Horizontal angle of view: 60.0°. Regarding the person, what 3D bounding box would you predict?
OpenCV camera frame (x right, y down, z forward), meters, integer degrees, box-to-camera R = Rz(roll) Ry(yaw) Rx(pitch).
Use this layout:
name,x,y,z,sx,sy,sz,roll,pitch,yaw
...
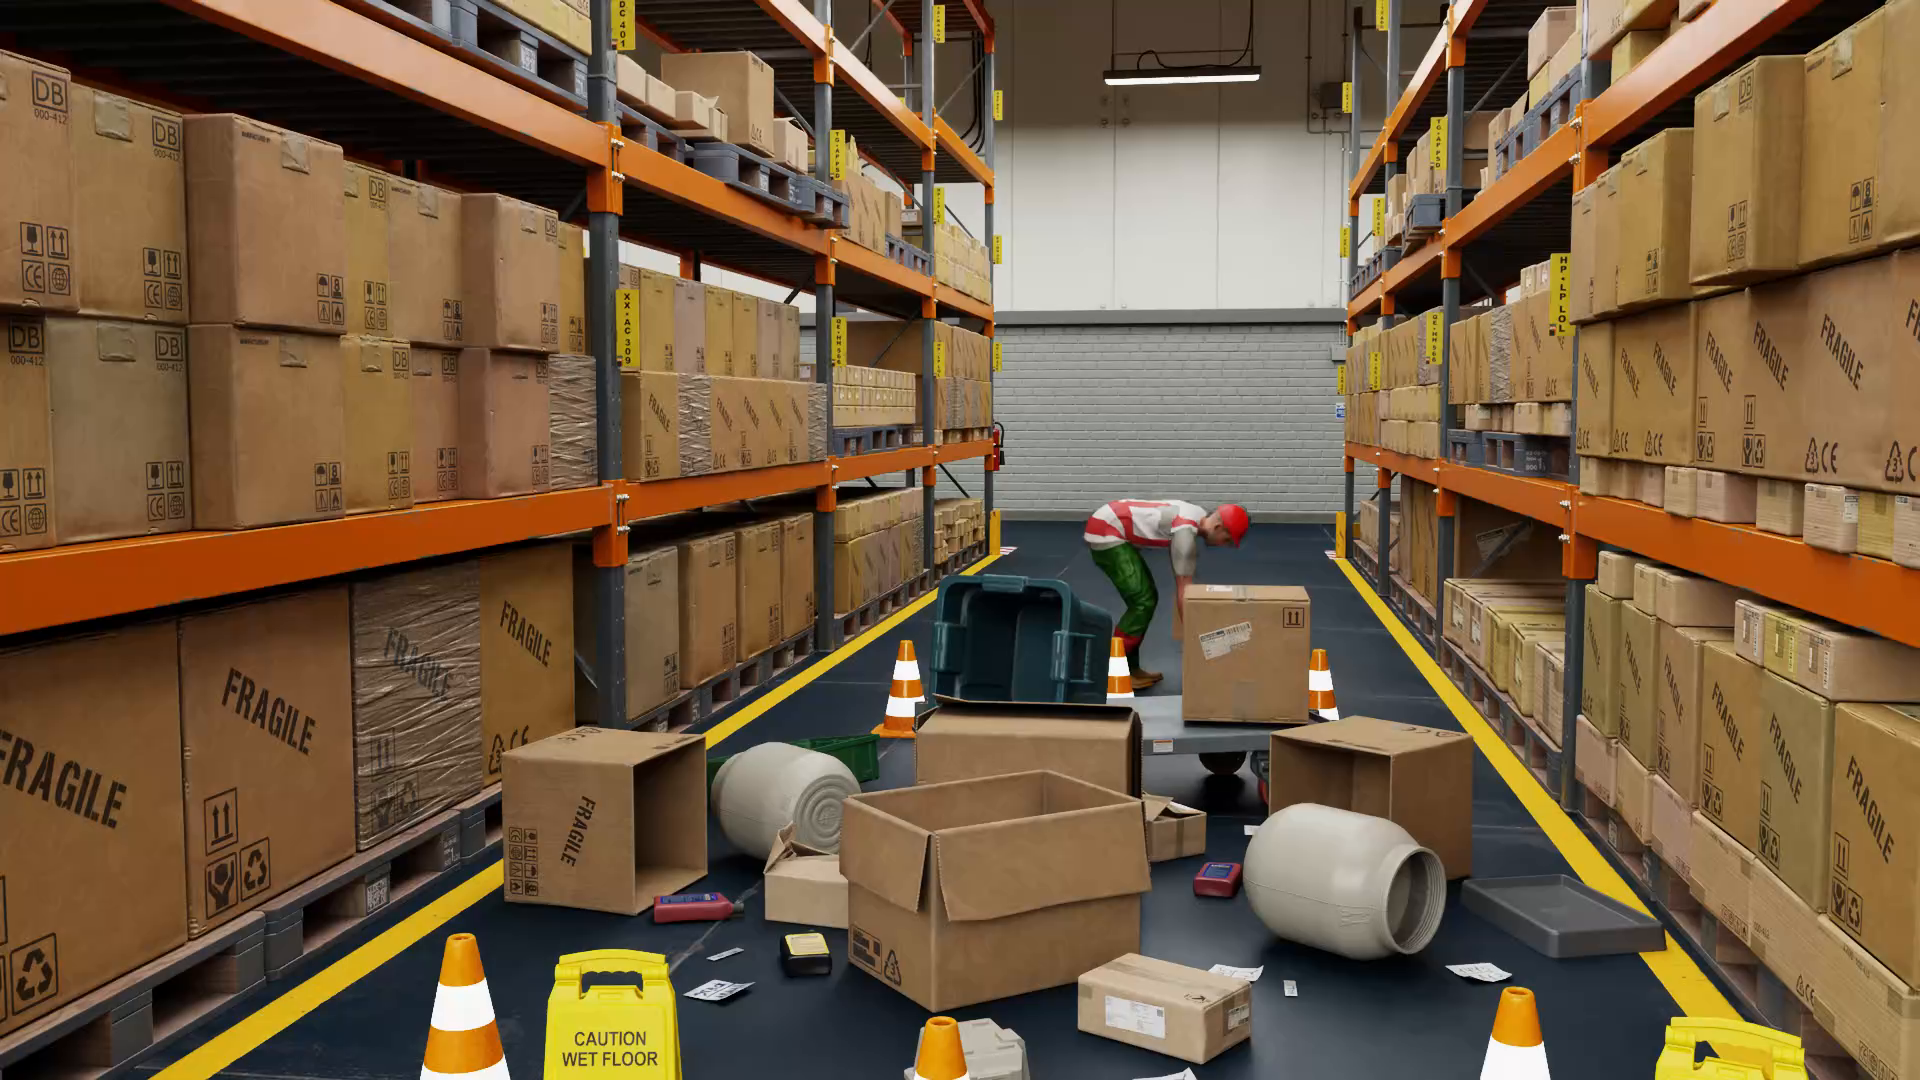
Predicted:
name,x,y,z,sx,sy,sz,roll,pitch,yaw
person,1.209,0.311,9.798,0.964,1.106,0.494,1,4,7
